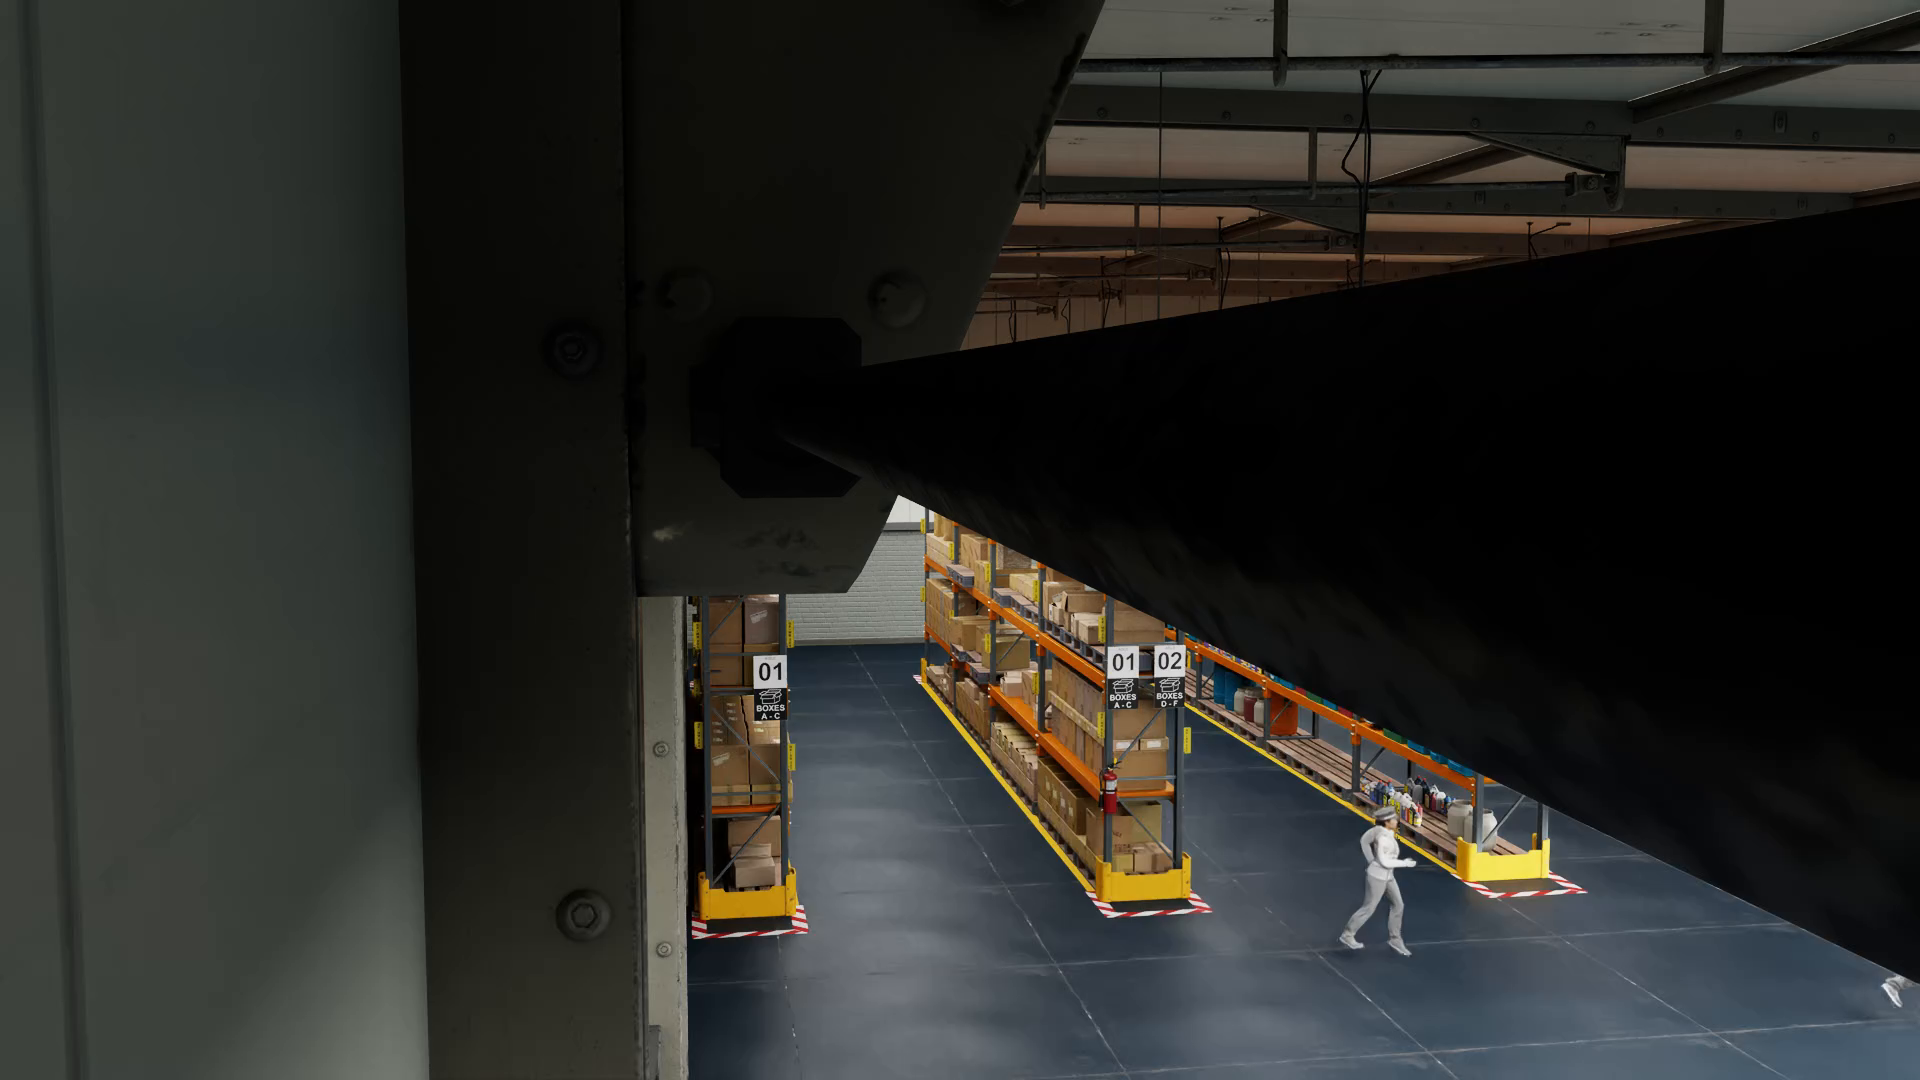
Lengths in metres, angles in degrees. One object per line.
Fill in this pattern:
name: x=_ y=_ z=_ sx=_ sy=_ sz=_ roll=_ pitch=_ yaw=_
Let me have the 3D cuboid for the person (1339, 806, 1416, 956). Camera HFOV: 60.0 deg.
person: x=4.715 y=3.845 z=18.734 sx=0.827 sy=1.732 sz=0.555 roll=2 pitch=5 yaw=20

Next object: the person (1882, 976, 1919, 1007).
person: x=9.680 y=4.080 z=16.691 sx=0.700 sy=1.575 sz=0.552 roll=2 pitch=5 yaw=21
